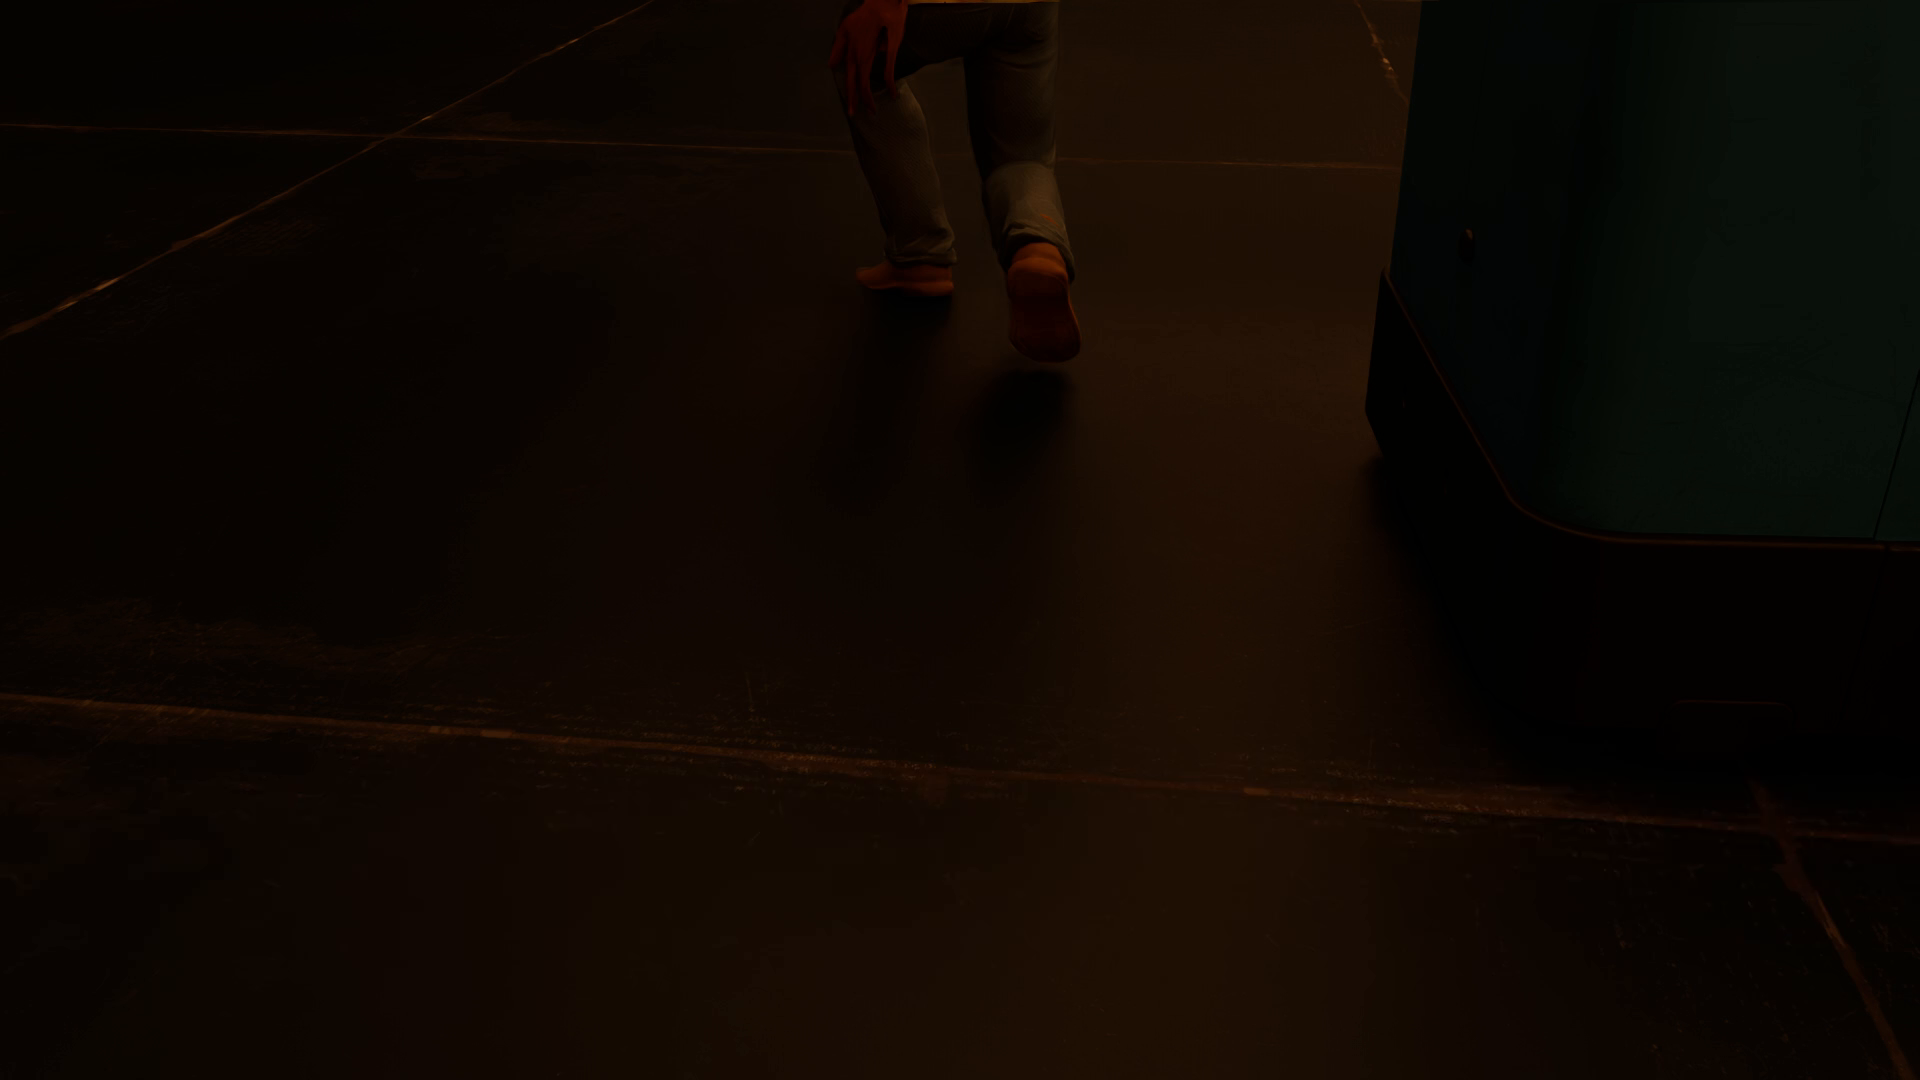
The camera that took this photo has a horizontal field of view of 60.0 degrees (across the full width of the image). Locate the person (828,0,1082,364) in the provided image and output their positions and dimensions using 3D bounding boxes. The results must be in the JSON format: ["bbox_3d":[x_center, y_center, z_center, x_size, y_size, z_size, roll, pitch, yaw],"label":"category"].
[{"bbox_3d":[-0.071,-1.067,3.010,0.692,1.529,0.932,-17,31,-30],"label":"person"}]

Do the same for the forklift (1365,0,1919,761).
[{"bbox_3d":[2.161,-1.230,1.682,3.031,2.935,1.130,1,27,3],"label":"forklift"}]
